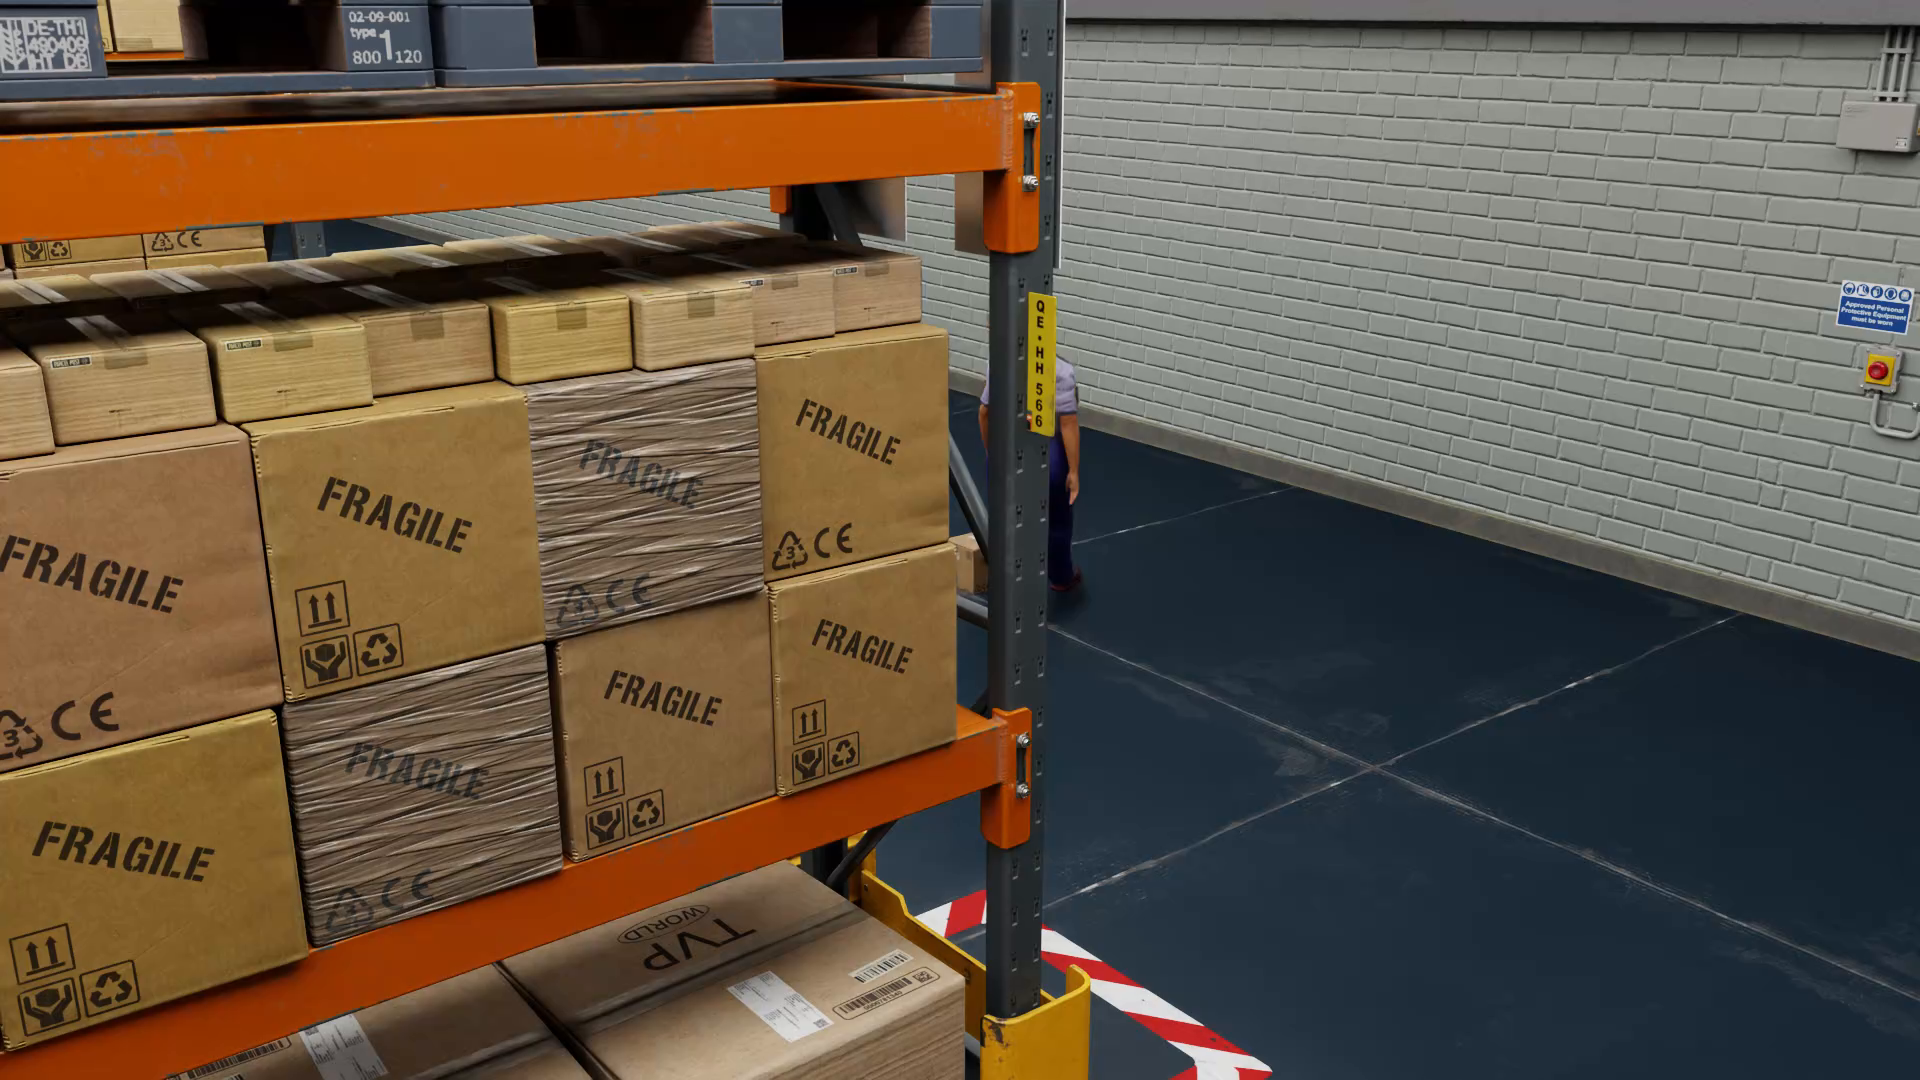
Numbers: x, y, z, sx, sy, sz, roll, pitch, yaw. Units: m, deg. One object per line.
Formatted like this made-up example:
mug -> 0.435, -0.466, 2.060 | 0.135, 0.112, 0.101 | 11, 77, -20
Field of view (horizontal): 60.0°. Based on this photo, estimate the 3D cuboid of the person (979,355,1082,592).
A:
person -> 0.364, -0.423, 8.382 | 0.518, 1.609, 0.900 | 3, 18, 8
